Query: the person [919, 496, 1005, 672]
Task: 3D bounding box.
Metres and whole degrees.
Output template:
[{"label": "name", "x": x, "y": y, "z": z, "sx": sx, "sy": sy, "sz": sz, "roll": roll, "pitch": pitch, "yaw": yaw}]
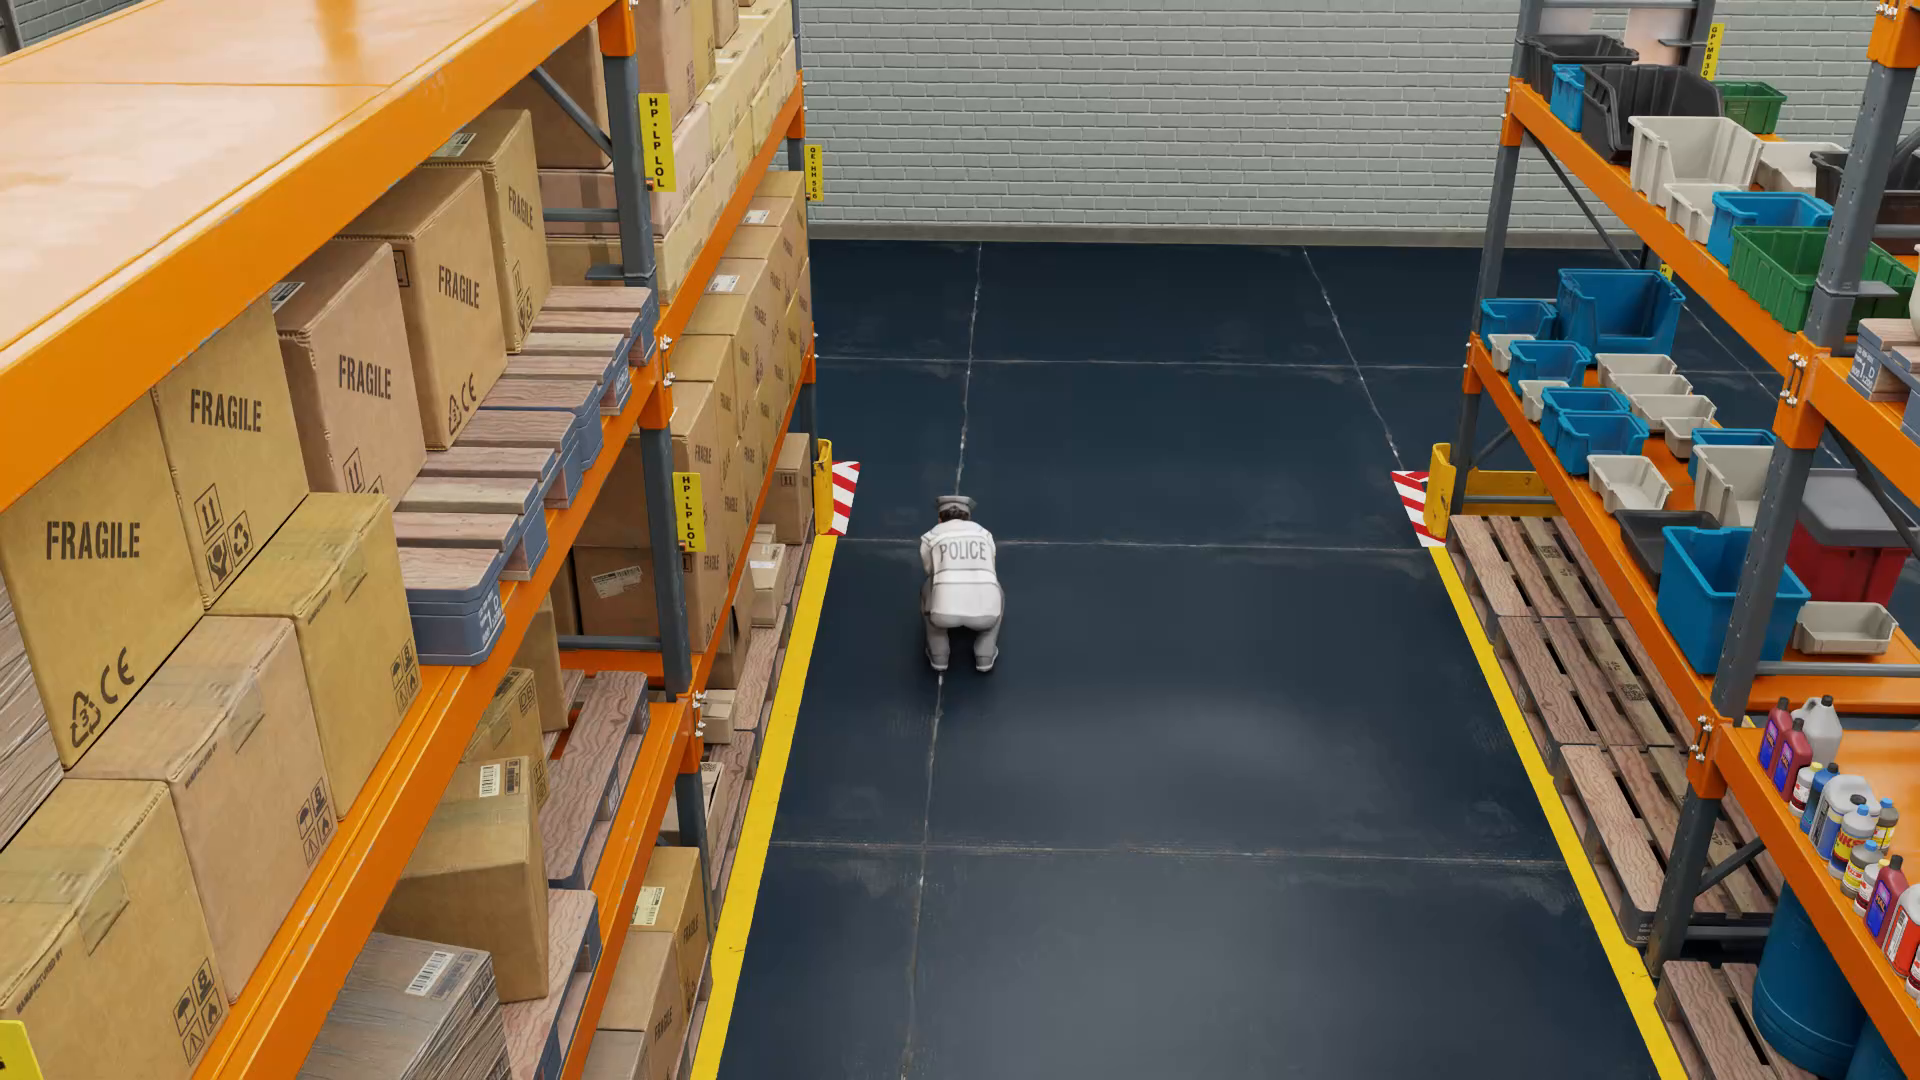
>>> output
[{"label": "person", "x": 0.009, "y": 0.261, "z": 9.143, "sx": 0.475, "sy": 0.847, "sz": 0.898, "roll": 1, "pitch": 28, "yaw": 1}]
